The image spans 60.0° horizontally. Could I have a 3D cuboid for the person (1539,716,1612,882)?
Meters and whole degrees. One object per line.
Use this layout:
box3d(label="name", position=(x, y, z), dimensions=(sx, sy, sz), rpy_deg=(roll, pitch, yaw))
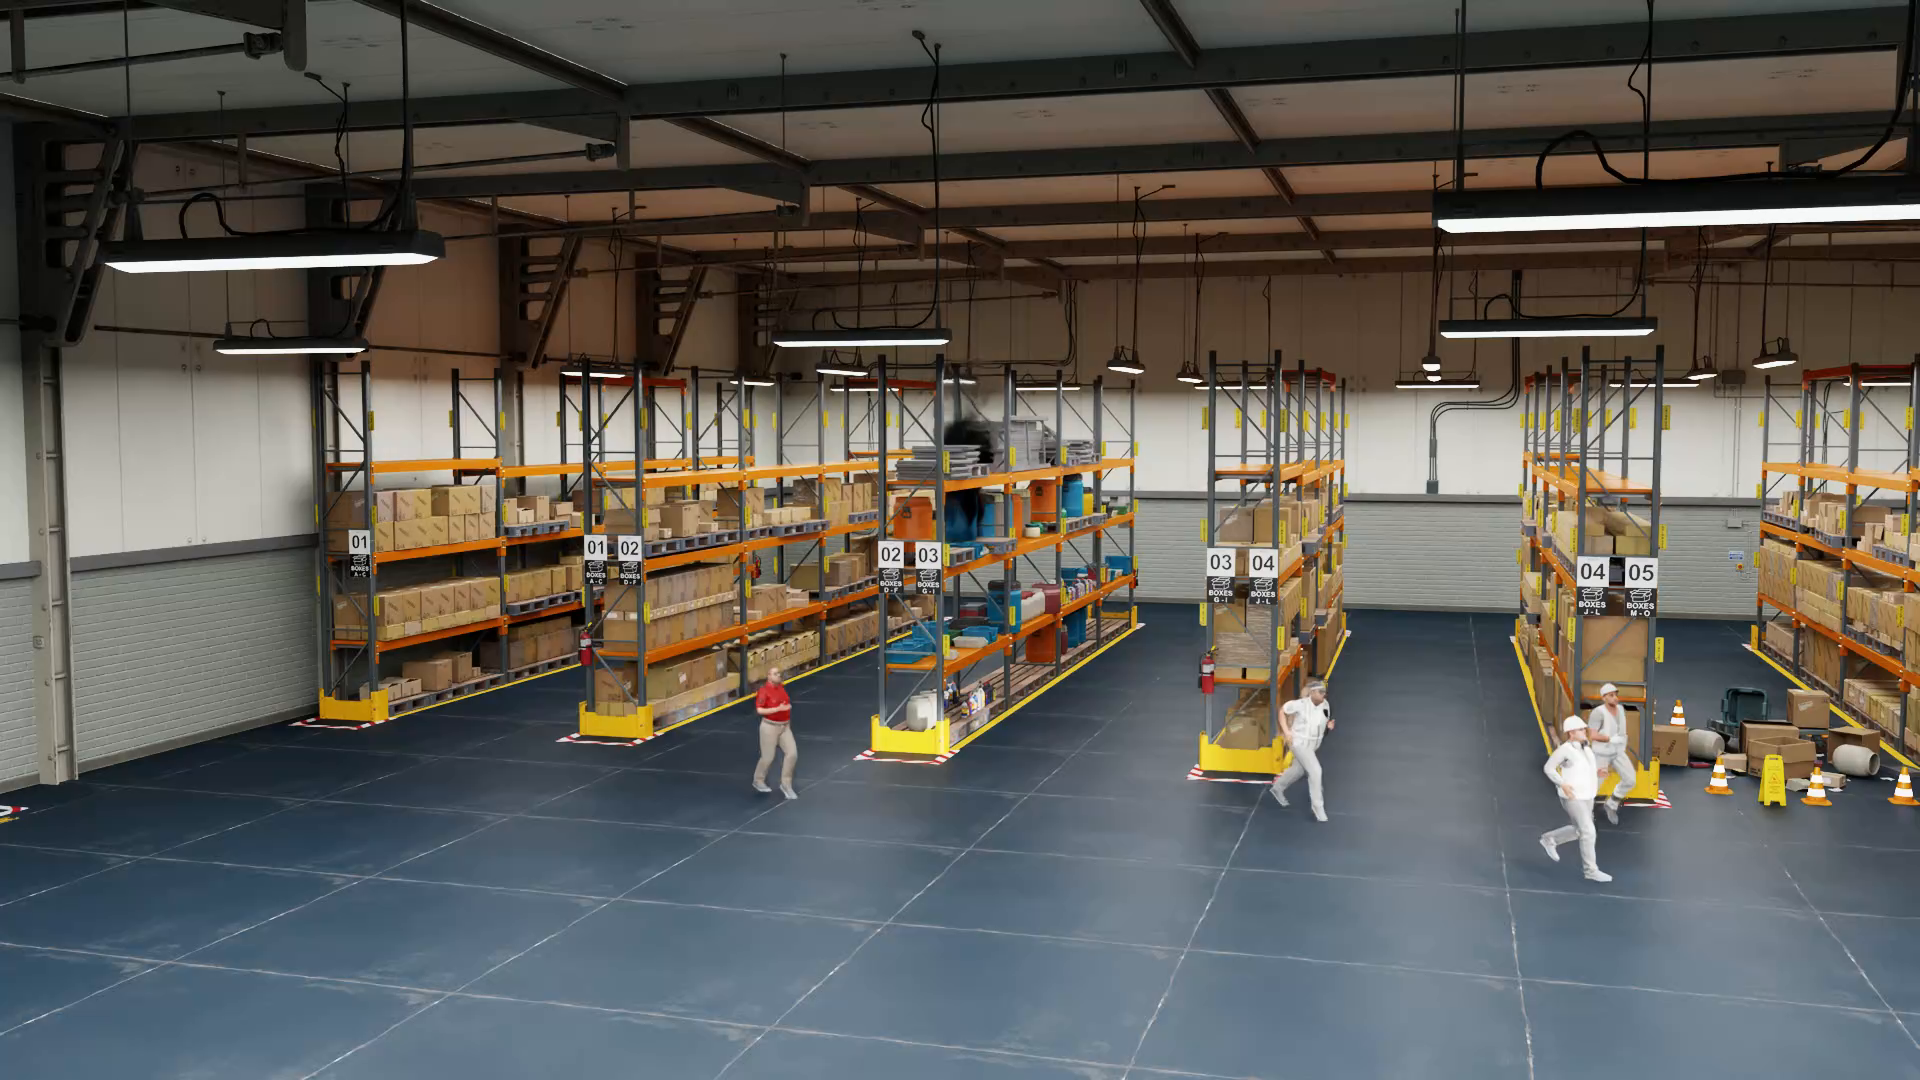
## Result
box3d(label="person", position=(6.763, 2.810, 18.278), dimensions=(0.660, 1.750, 0.929), rpy_deg=(-3, 5, -40))

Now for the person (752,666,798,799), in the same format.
box3d(label="person", position=(-2.458, 2.569, 22.126), dimensions=(0.748, 1.797, 0.640), rpy_deg=(4, 6, 42))

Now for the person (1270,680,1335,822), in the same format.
box3d(label="person", position=(4.337, 2.638, 21.174), dimensions=(0.655, 1.801, 0.990), rpy_deg=(-4, 6, -42))

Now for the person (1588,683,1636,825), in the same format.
box3d(label="person", position=(8.027, 2.636, 20.527), dimensions=(0.681, 1.753, 0.861), rpy_deg=(-1, 4, -16))
